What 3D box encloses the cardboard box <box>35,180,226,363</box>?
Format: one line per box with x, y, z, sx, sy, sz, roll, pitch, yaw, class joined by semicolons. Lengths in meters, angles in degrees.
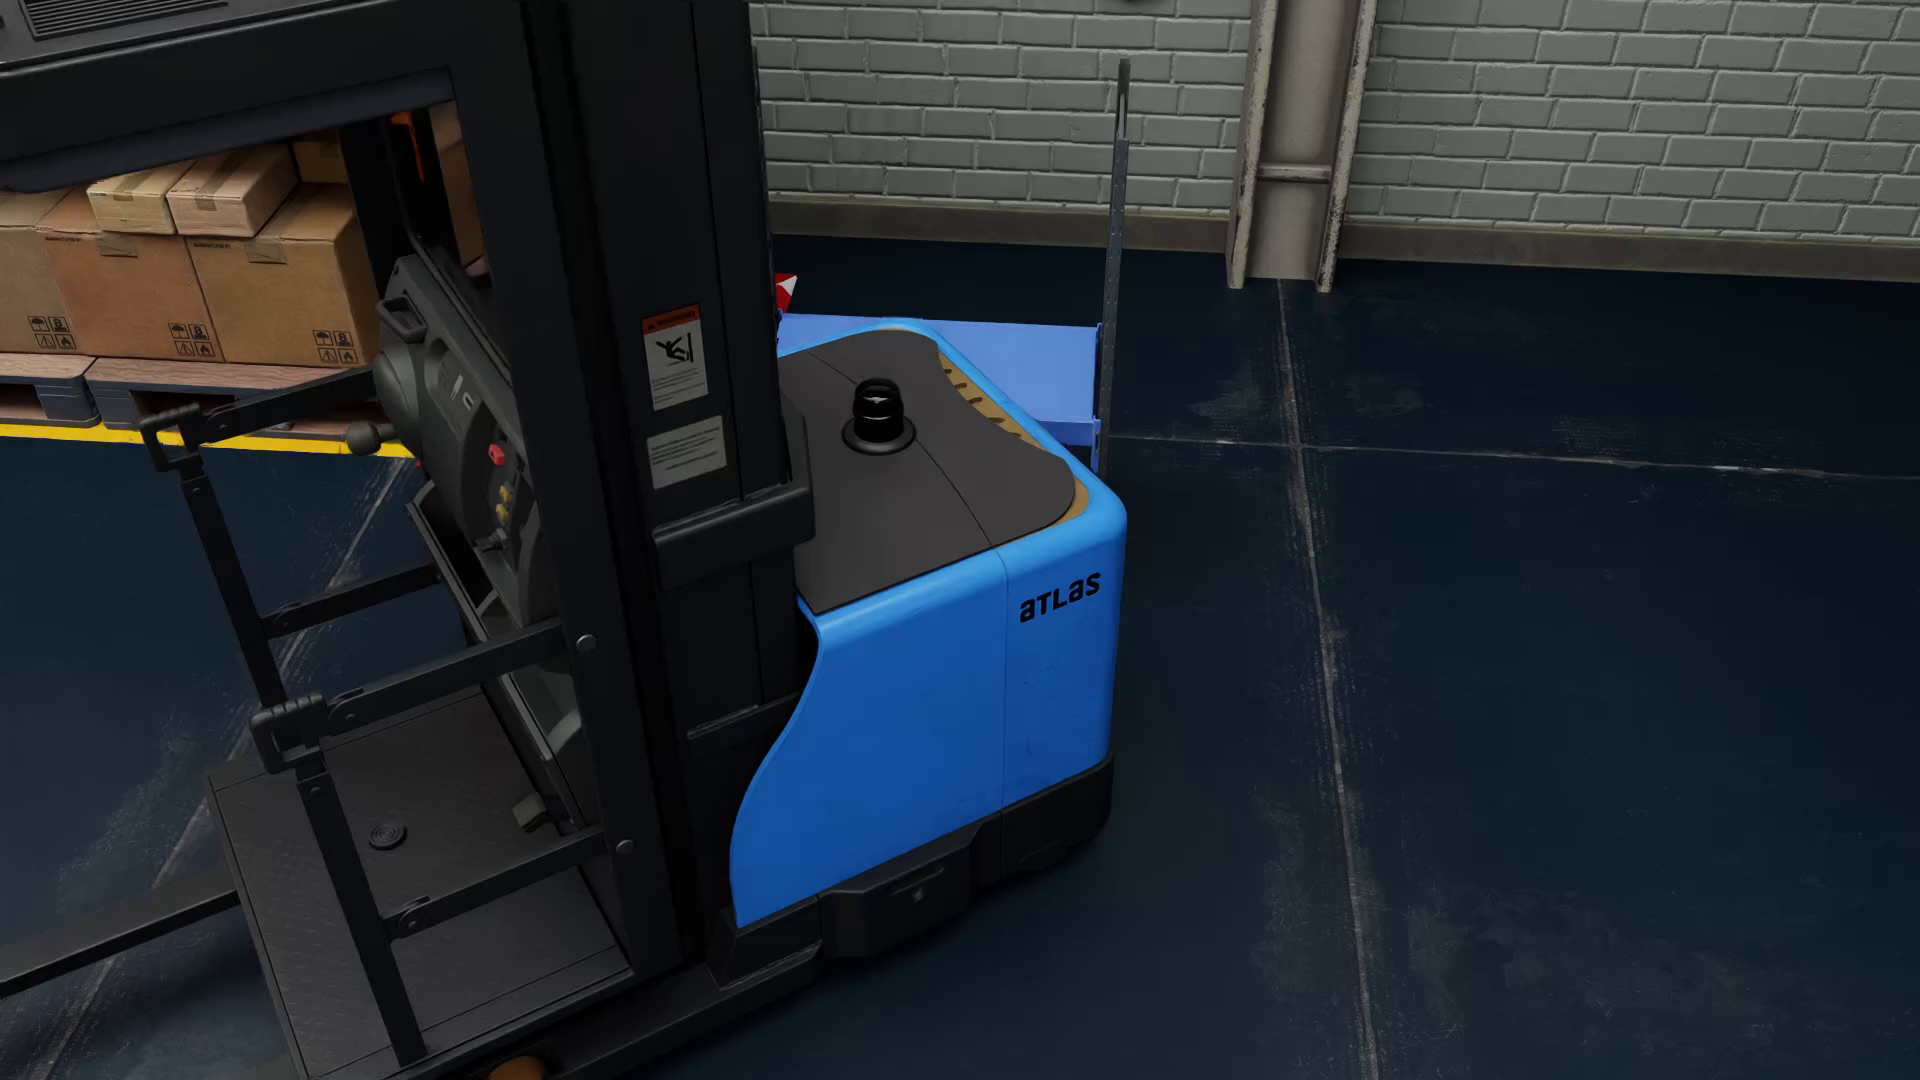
-2.717;-1.026;5.782;0.500;0.500;0.700;3;39;4;cardboard box

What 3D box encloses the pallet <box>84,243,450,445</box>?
-2.316;-0.743;5.996;1.213;0.211;1.003;3;39;4;pallet

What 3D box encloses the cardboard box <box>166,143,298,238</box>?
-2.362;-1.143;5.412;0.250;0.149;0.380;3;39;3;cardboard box

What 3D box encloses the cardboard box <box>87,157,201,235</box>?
-2.617;-1.157;5.428;0.250;0.149;0.380;4;39;5;cardboard box

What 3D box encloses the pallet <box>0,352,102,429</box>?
-3.528;-0.811;6.080;1.213;0.211;1.003;3;39;4;pallet

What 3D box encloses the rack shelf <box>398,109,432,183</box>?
-3.505;-1.660;5.484;4.000;0.370;1.077;3;39;4;rack shelf

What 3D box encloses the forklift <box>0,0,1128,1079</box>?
-1.143;-0.161;3.126;3.031;2.935;1.130;-21;43;-23;forklift

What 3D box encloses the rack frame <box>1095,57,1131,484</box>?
0.421;-0.559;4.748;0.032;1.500;0.500;3;39;4;rack frame

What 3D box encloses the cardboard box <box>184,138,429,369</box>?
-2.218;-0.999;5.749;0.500;0.500;0.700;3;39;4;cardboard box

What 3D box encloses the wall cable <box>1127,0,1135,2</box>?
-0.155;-2.750;5.447;1.851;1.984;0.084;3;39;4;wall cable

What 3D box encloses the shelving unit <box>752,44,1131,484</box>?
-0.085;-0.586;4.782;1.048;1.500;0.538;3;39;4;shelving unit

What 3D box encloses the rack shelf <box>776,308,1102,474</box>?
-0.085;-0.447;4.896;1.000;0.185;0.538;3;39;4;rack shelf

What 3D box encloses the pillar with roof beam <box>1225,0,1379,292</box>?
0.881;-1.847;0.390;0.400;9.000;9.100;3;39;4;pillar with roof beam

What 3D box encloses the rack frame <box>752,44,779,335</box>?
-0.591;-0.614;4.816;0.032;1.500;0.500;3;39;4;rack frame

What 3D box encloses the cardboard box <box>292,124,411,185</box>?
-2.076;-1.370;5.690;0.250;0.149;0.380;3;39;4;cardboard box

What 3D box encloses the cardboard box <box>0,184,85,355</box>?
-3.218;-1.053;5.815;0.500;0.500;0.700;2;39;2;cardboard box
